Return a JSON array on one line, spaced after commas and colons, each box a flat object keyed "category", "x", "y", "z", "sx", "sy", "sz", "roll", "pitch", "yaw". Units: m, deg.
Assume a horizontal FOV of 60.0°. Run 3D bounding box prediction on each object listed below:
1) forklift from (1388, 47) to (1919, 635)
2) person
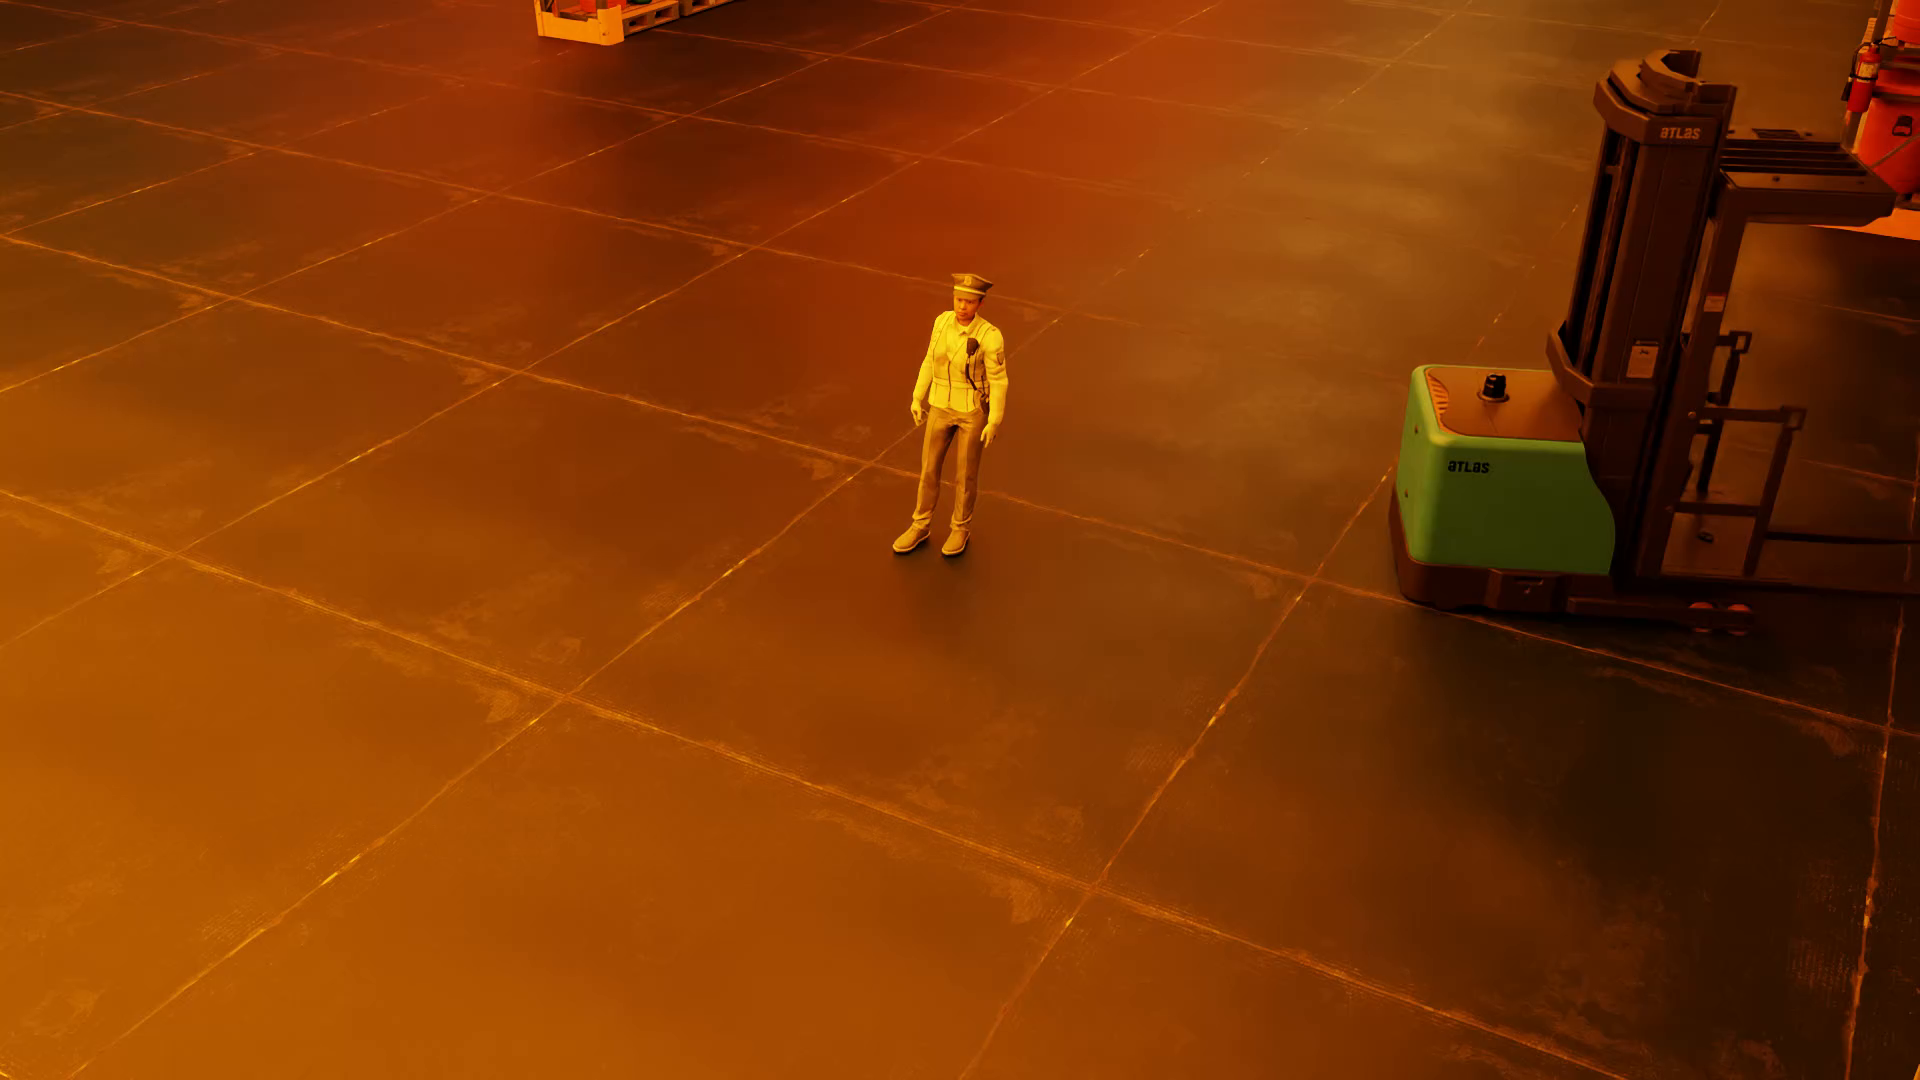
[{"category": "forklift", "x": 4.045, "y": -1.032, "z": 8.859, "sx": 3.031, "sy": 2.935, "sz": 1.130, "roll": 4, "pitch": 30, "yaw": 6}, {"category": "person", "x": -0.038, "y": -0.712, "z": 9.527, "sx": 0.587, "sy": 1.696, "sz": 0.534, "roll": 15, "pitch": 33, "yaw": 25}]
